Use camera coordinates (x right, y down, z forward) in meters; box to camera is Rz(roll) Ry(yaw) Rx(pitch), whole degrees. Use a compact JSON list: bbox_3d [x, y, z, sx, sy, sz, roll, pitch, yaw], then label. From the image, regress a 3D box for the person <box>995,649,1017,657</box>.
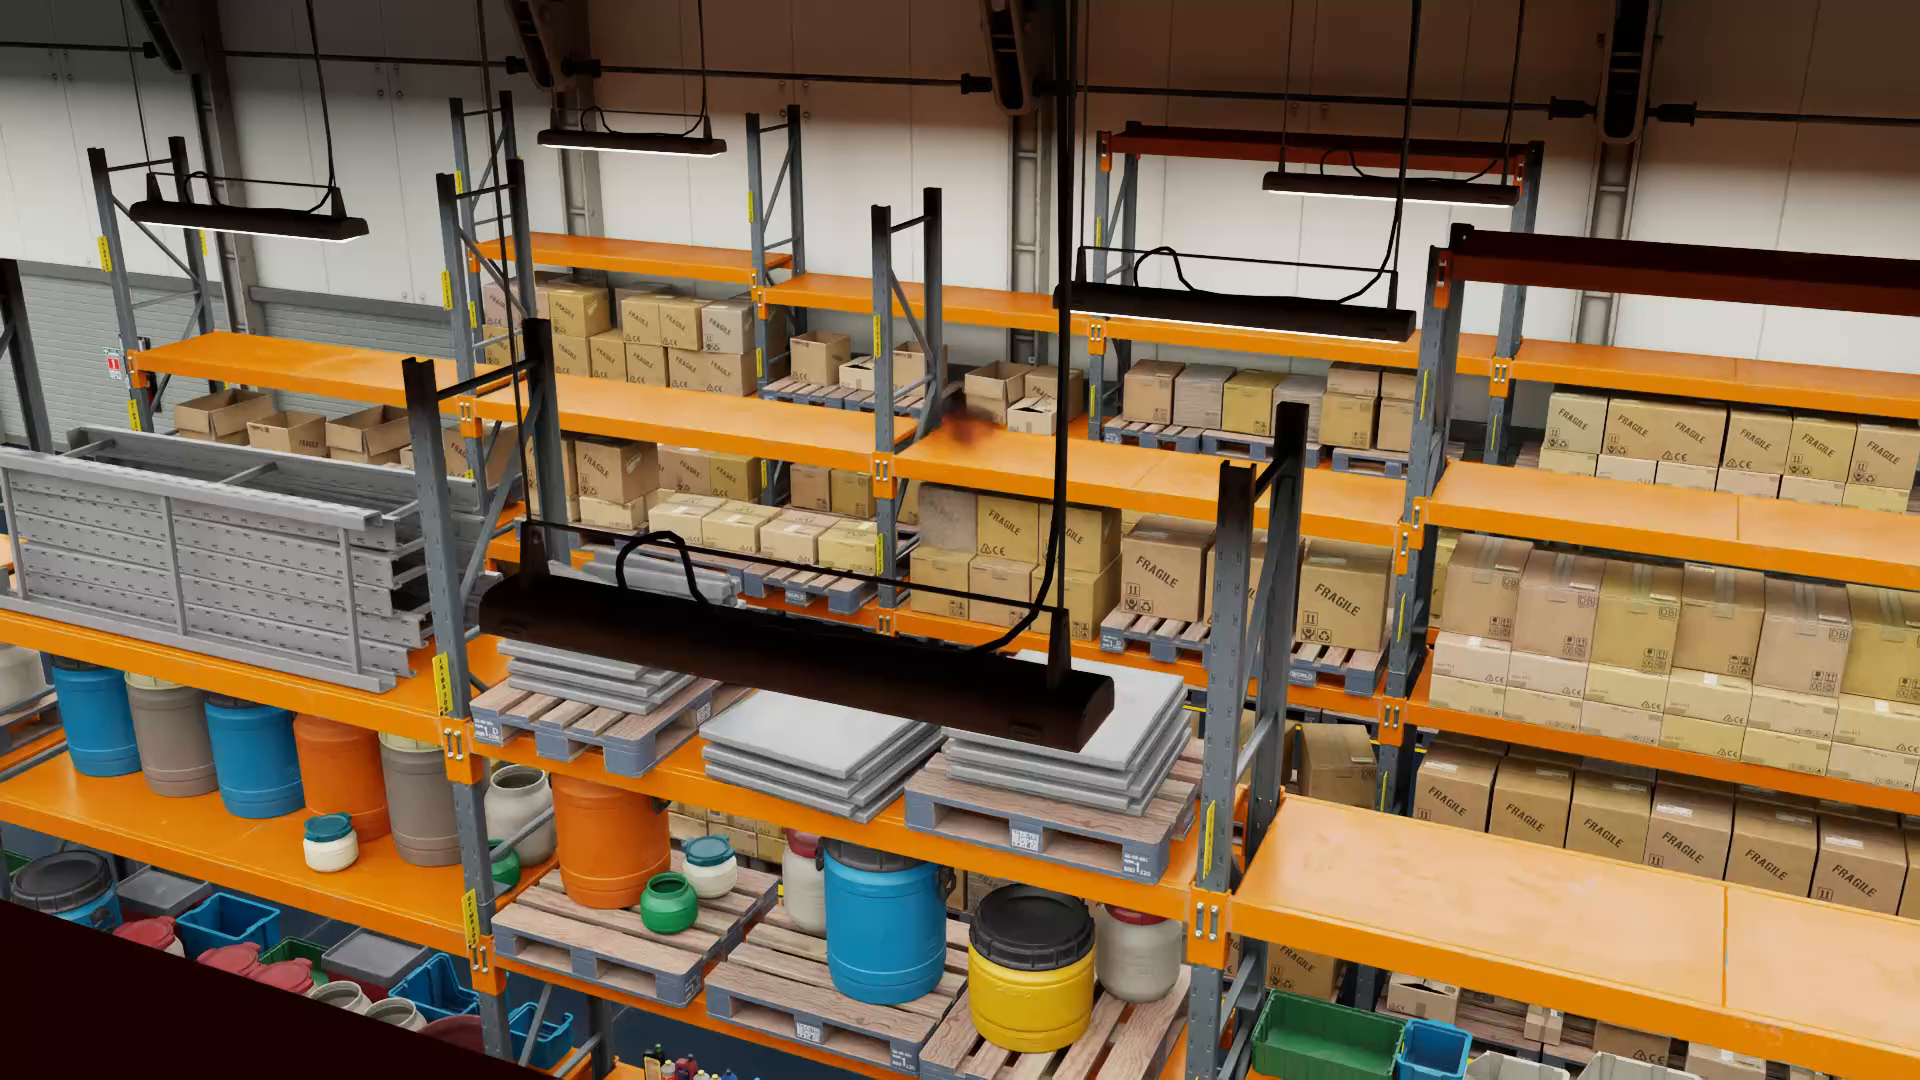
[{"bbox_3d":[0.621,1.049,17.366,0.600,1.777,0.519,-9,22,-23],"label":"person"}]
